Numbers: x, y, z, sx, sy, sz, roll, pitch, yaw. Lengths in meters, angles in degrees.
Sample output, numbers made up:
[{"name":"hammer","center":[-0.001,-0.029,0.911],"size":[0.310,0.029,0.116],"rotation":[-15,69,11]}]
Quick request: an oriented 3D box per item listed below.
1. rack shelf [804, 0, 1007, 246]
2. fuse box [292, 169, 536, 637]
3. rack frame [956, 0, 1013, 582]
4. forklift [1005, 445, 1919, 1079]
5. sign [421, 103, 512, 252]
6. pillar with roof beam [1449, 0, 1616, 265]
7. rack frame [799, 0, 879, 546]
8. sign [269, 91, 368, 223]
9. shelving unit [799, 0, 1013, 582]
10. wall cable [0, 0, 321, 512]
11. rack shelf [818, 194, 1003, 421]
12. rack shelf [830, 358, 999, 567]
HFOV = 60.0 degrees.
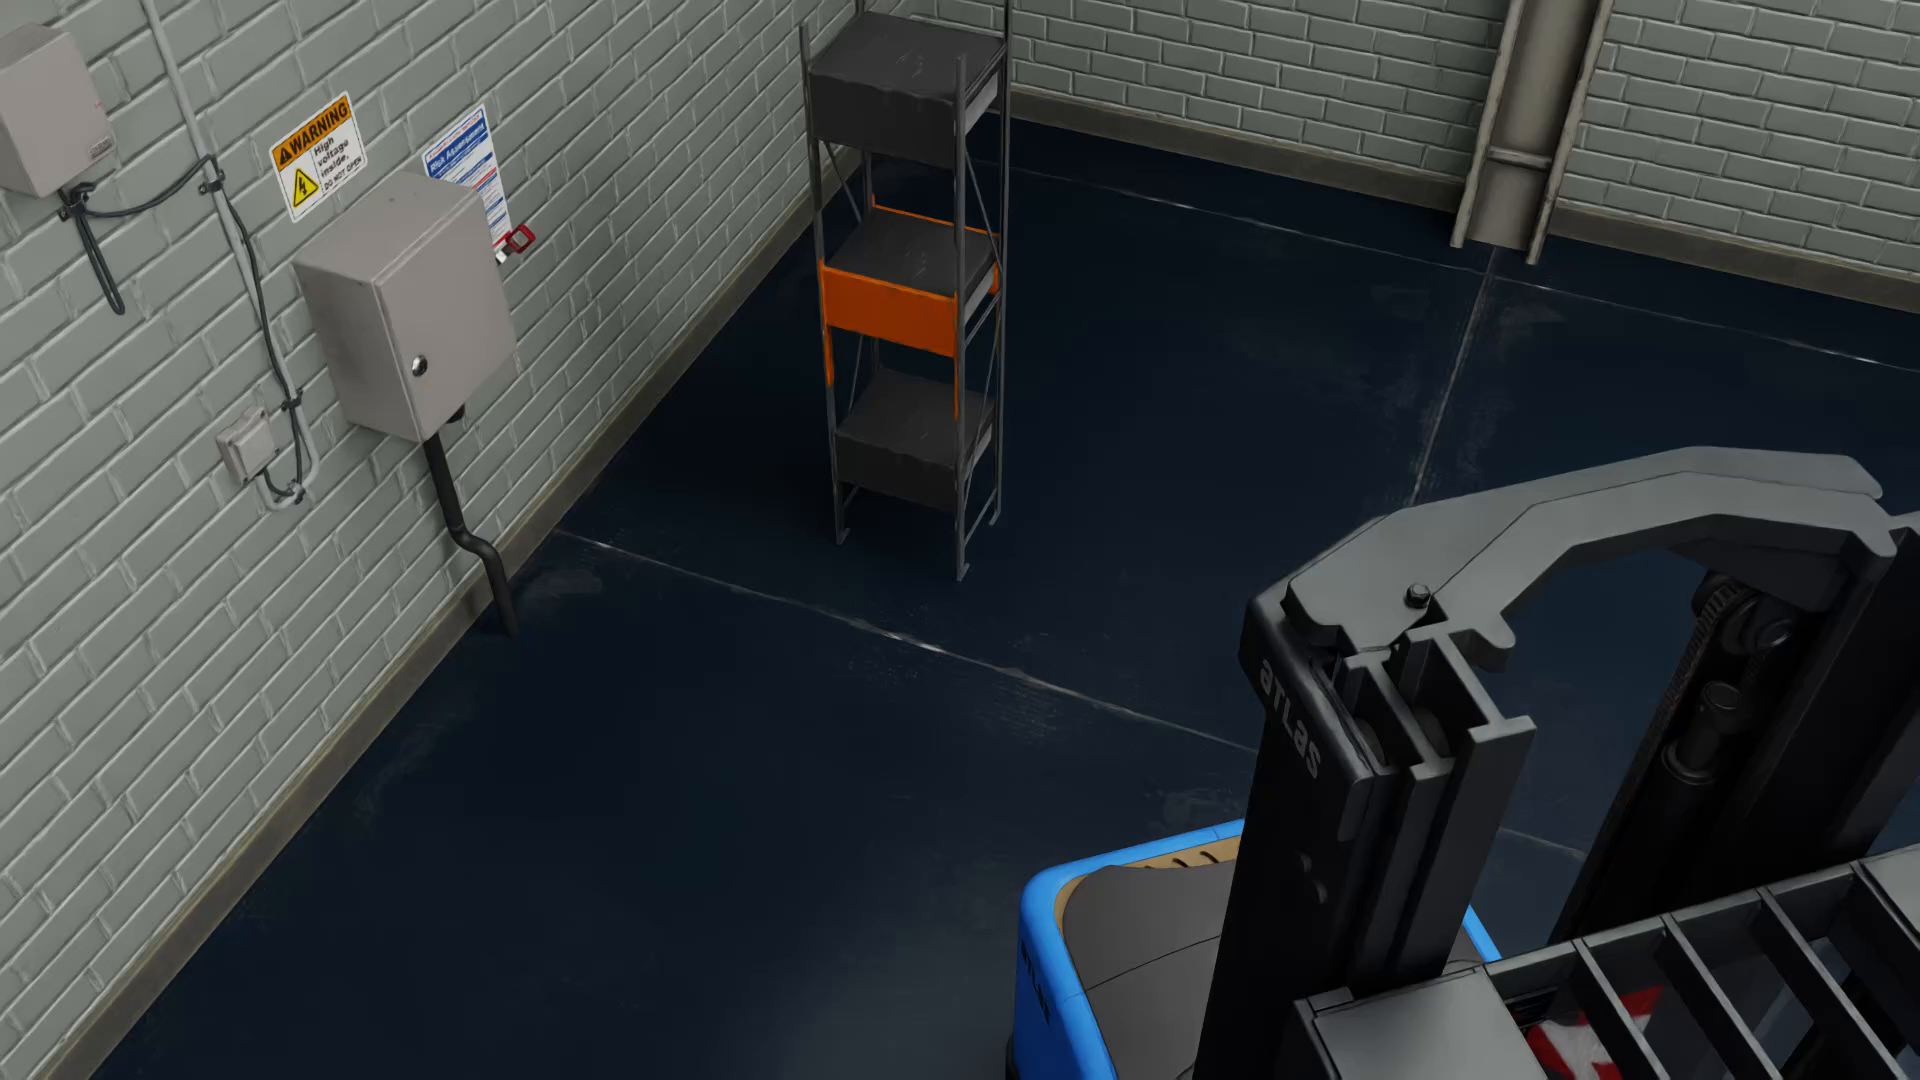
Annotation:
[{"name":"rack shelf","center":[-0.153,-1.276,5.070],"size":[0.480,0.518,0.431],"rotation":[16,47,16]},{"name":"fuse box","center":[-1.559,-0.292,5.330],"size":[0.414,1.711,0.539],"rotation":[16,47,16]},{"name":"rack frame","center":[0.072,-0.723,5.488],"size":[0.015,2.100,0.400],"rotation":[16,47,16]},{"name":"forklift","center":[1.032,1.416,2.749],"size":[1.130,2.935,3.031],"rotation":[-12,46,-12]},{"name":"sign","center":[-1.560,-1.093,5.289],"size":[0.001,0.494,0.329],"rotation":[16,47,16]},{"name":"pillar with roof beam","center":[0.819,-1.780,1.659],"size":[0.400,9.000,9.100],"rotation":[16,47,16]},{"name":"rack frame","center":[-0.378,-0.856,5.621],"size":[0.015,2.100,0.400],"rotation":[16,47,16]},{"name":"sign","center":[-1.772,-1.061,4.605],"size":[0.001,0.242,0.339],"rotation":[16,47,16]},{"name":"shelving unit","center":[-0.153,-0.789,5.555],"size":[0.503,2.100,0.431],"rotation":[16,47,16]},{"name":"wall cable","center":[-1.967,-0.707,4.114],"size":[0.122,1.984,0.588],"rotation":[16,47,16]},{"name":"rack shelf","center":[-0.153,-0.780,5.564],"size":[0.480,0.518,0.431],"rotation":[16,47,16]},{"name":"rack shelf","center":[-0.153,-0.283,6.058],"size":[0.480,0.518,0.431],"rotation":[16,47,16]}]
